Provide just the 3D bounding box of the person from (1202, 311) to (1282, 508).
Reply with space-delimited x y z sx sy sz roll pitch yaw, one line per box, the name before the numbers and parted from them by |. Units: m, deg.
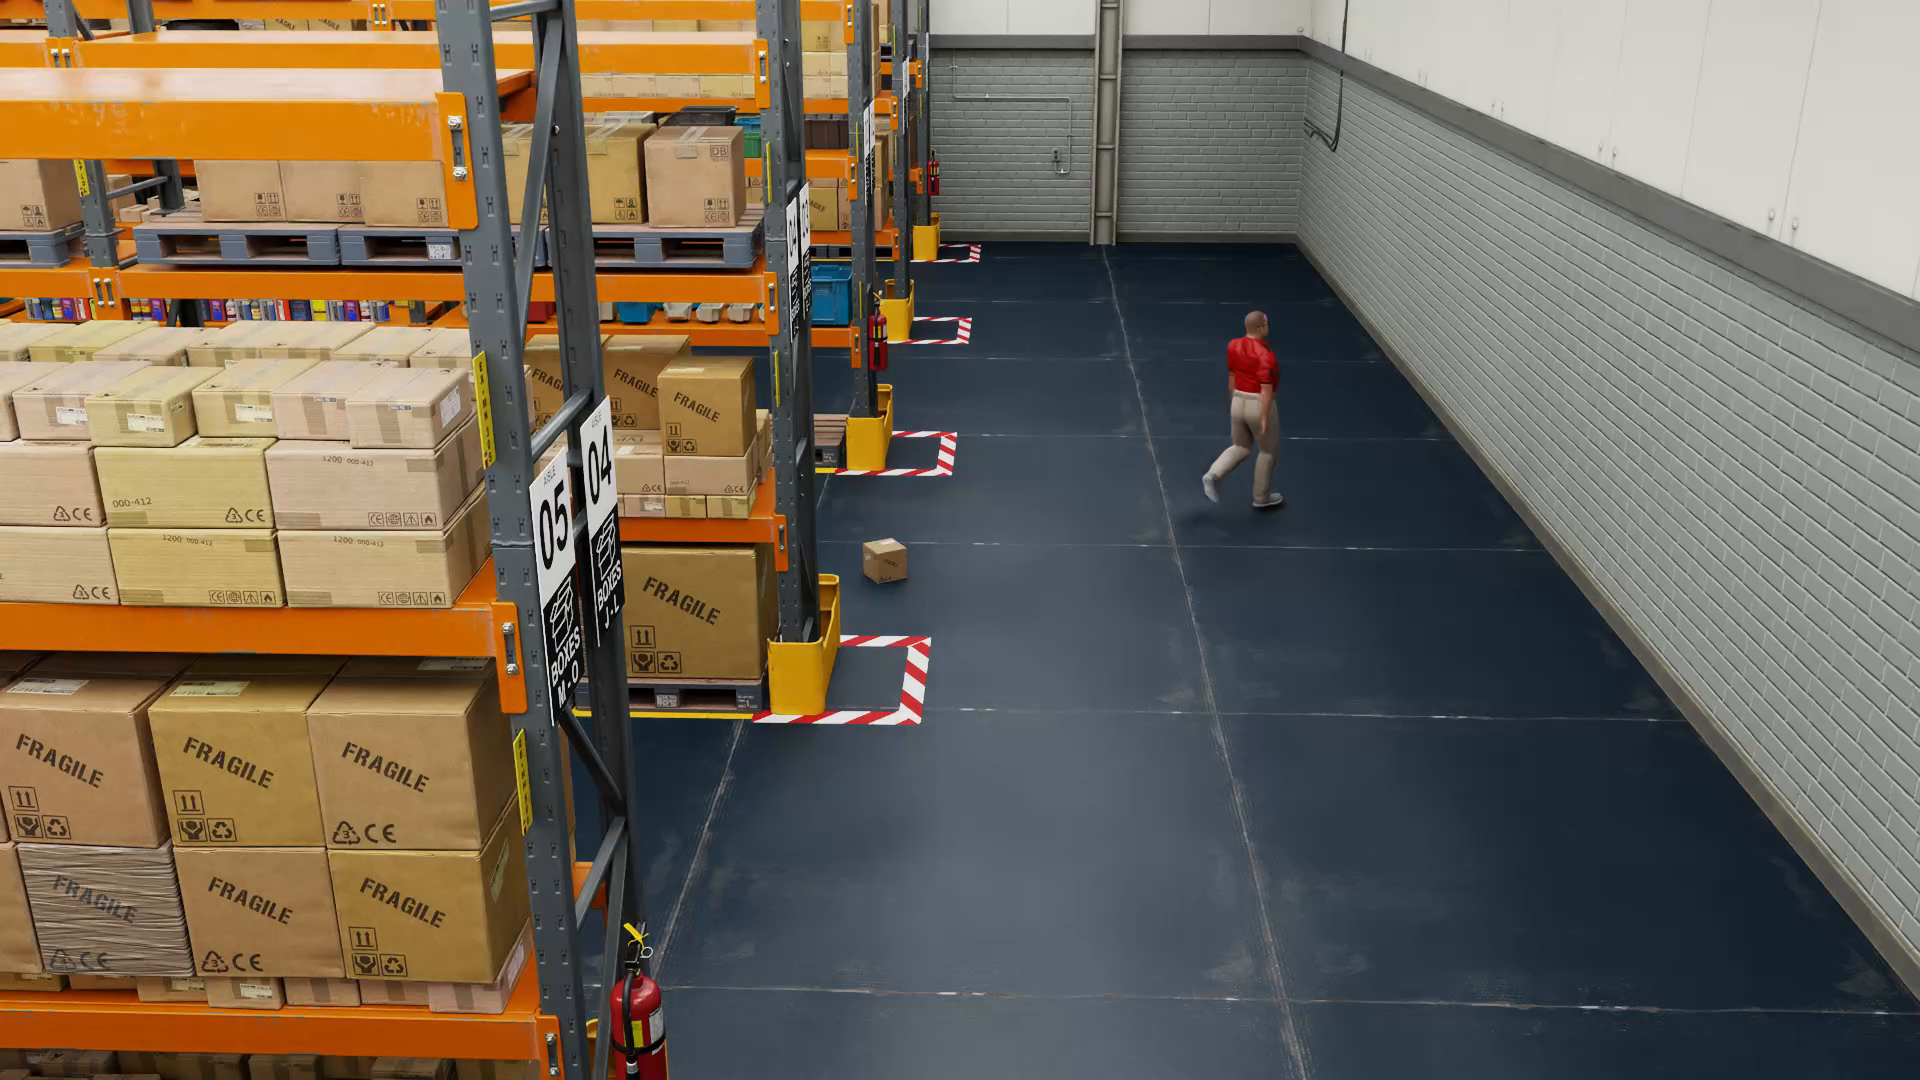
person | 2.434 -1.086 13.941 0.735 1.701 0.529 -16 26 -36
